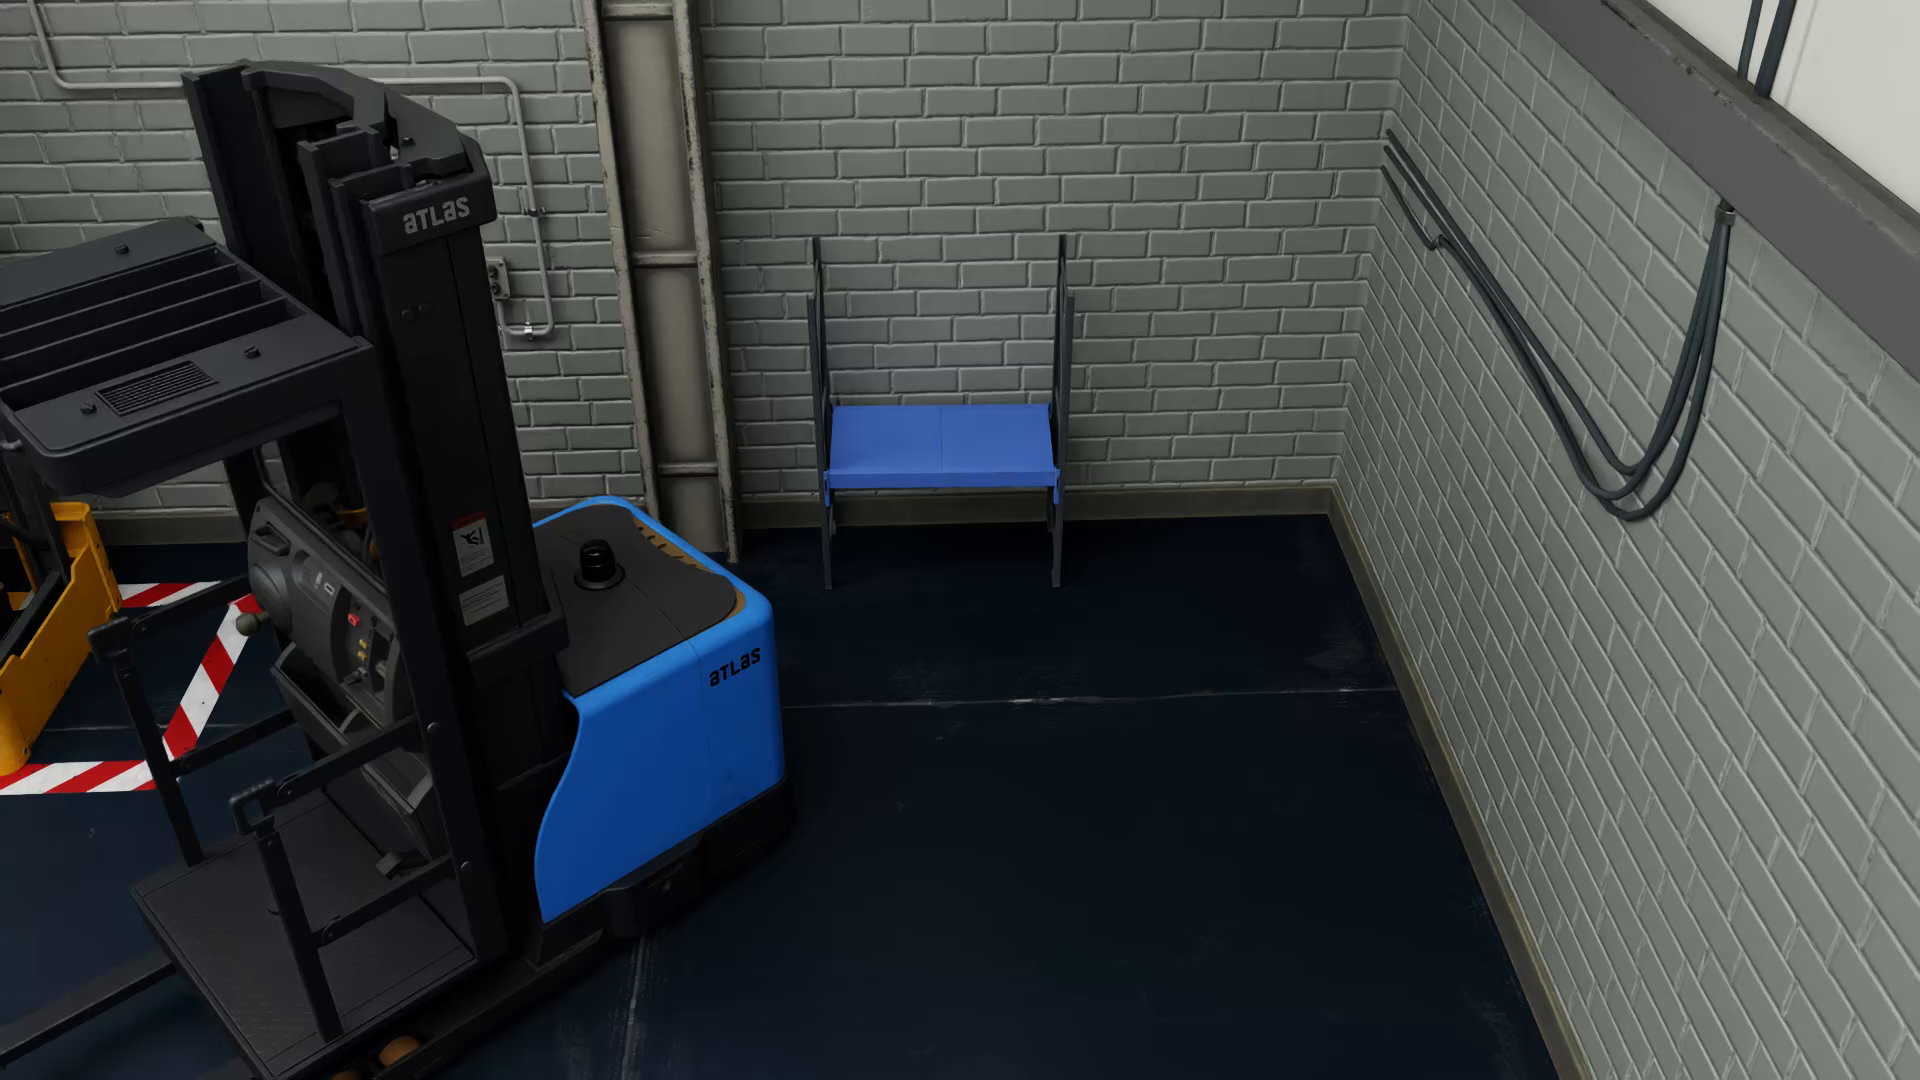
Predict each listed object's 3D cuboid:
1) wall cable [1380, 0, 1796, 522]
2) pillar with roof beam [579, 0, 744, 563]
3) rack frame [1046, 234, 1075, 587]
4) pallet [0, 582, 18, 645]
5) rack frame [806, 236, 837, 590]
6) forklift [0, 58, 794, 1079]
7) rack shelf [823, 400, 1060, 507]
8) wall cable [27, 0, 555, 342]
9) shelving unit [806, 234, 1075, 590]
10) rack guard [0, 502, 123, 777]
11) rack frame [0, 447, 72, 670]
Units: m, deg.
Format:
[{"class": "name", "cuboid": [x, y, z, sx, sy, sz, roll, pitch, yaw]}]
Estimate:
[{"class": "wall cable", "cuboid": [1.798, -1.788, 5.154, 0.112, 2.526, 3.097, -2, 35, -2]}, {"class": "pillar with roof beam", "cuboid": [-1.008, -1.232, 1.623, 0.400, 9.000, 9.100, -2, 35, -2]}, {"class": "rack frame", "cuboid": [0.428, -0.527, 7.158, 0.032, 1.500, 0.500, -1, 39, -1]}, {"class": "pallet", "cuboid": [-4.663, 0.564, 6.749, 1.213, 0.211, 1.003, -2, 35, -2]}, {"class": "rack frame", "cuboid": [-0.589, -0.516, 7.142, 0.032, 1.500, 0.500, -1, 39, -1]}, {"class": "forklift", "cuboid": [-2.028, 0.265, 4.791, 3.031, 2.935, 1.130, -29, 44, -35]}, {"class": "rack shelf", "cuboid": [-0.081, -0.382, 7.265, 1.000, 0.185, 0.538, -1, 39, -1]}, {"class": "wall cable", "cuboid": [-2.634, -1.638, 6.589, 1.851, 1.984, 0.084, -2, 35, -2]}, {"class": "shelving unit", "cuboid": [-0.081, -0.521, 7.150, 1.048, 1.500, 0.538, -1, 39, -1]}, {"class": "rack guard", "cuboid": [-3.844, 0.379, 6.763, 0.348, 0.500, 1.175, -2, 35, -2]}, {"class": "rack frame", "cuboid": [-3.868, -0.648, 6.051, 0.127, 3.000, 1.000, -2, 35, -2]}]
